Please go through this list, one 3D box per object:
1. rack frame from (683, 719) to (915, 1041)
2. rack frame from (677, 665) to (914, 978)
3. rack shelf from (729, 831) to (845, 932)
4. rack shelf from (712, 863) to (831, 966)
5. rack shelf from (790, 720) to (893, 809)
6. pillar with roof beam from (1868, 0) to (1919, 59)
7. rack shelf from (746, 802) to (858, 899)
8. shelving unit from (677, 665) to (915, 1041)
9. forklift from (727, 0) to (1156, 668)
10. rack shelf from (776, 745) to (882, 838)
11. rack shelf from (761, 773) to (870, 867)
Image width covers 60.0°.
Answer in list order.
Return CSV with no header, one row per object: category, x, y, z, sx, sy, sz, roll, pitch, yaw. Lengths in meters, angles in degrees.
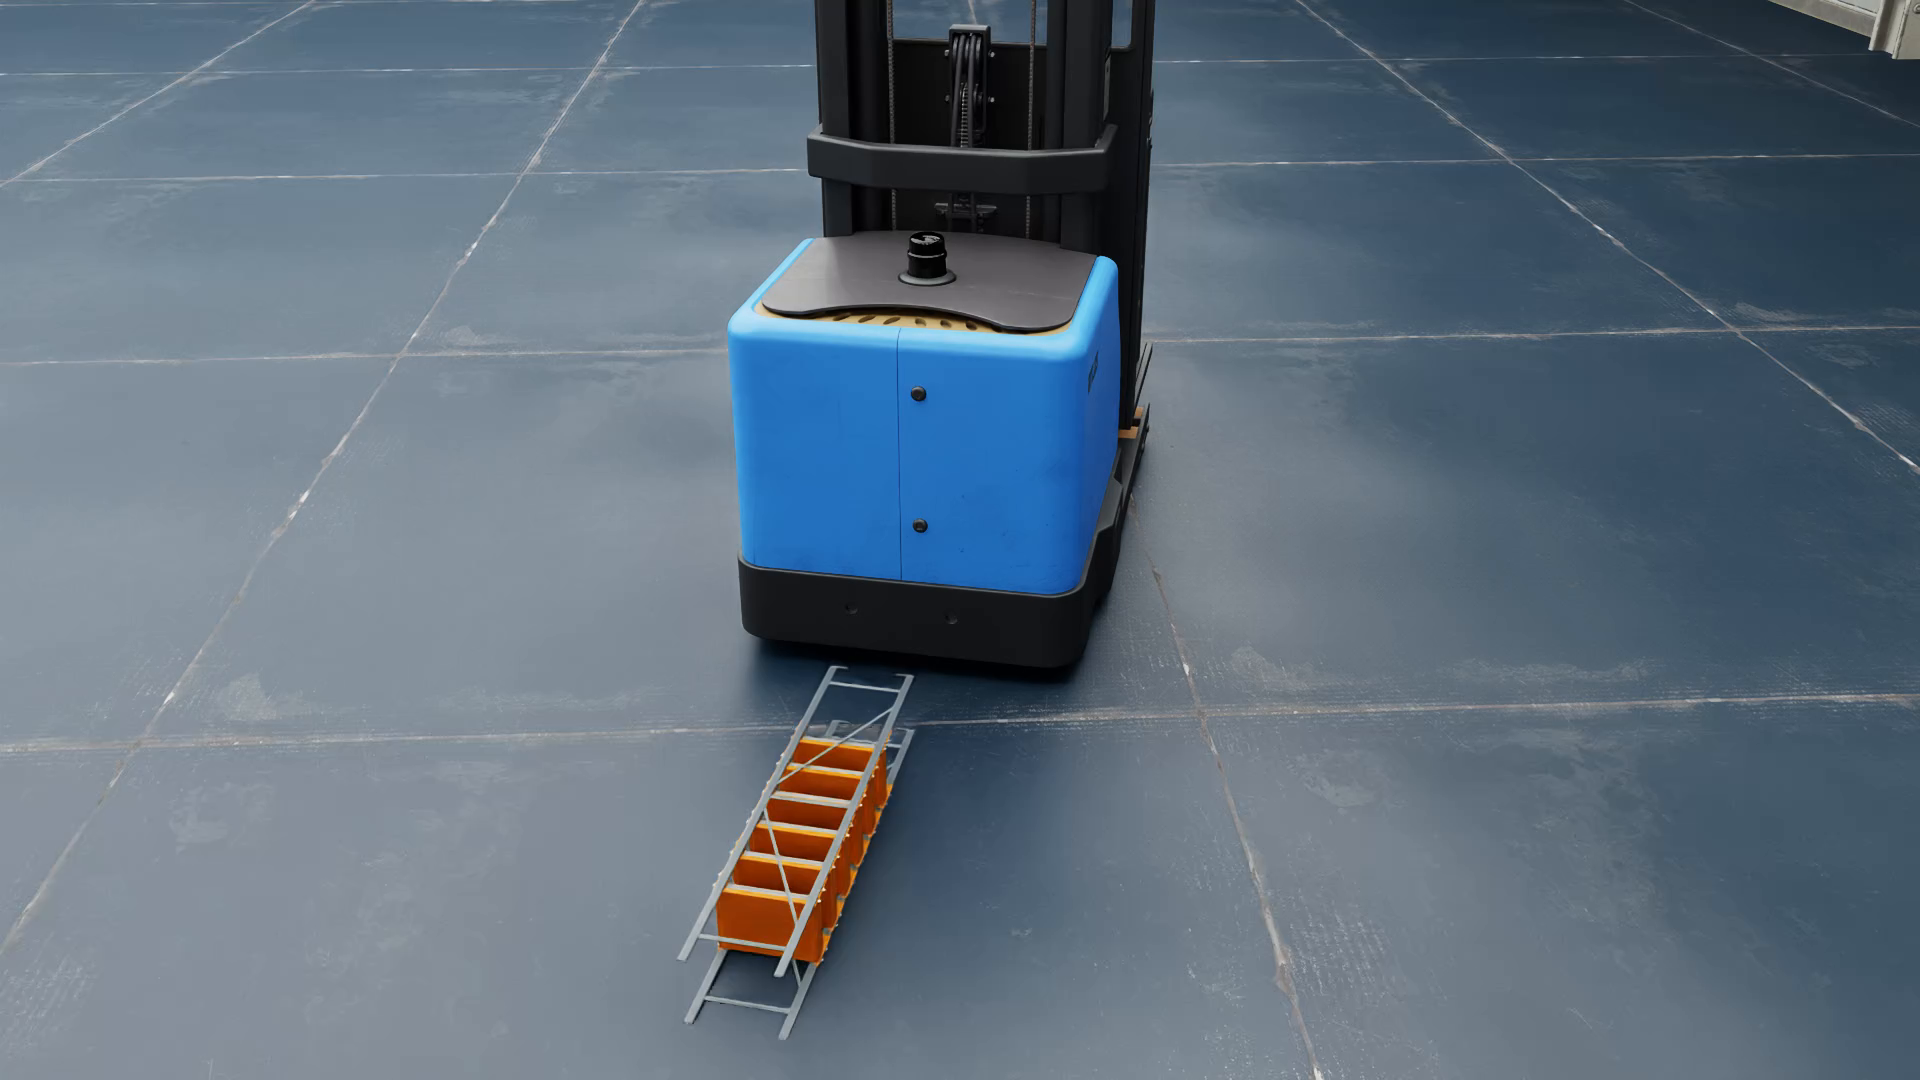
rack frame,-0.370,0.803,4.180,0.240,0.006,1.200,6,29,11
rack frame,-0.369,0.642,4.093,0.240,0.006,1.200,6,29,11
rack shelf,-0.411,0.814,3.969,0.258,0.180,0.103,6,29,11
rack shelf,-0.436,0.870,3.866,0.258,0.180,0.103,6,29,11
rack shelf,-0.310,0.590,4.381,0.258,0.180,0.103,6,29,11
pillar with roof beam,3.102,-7.712,10.805,9.100,9.000,0.400,-1,28,-3
rack shelf,-0.386,0.758,4.072,0.258,0.180,0.103,6,29,11
shelving unit,-0.370,0.723,4.137,0.258,0.189,1.200,6,29,11
forklift,0.123,-1.586,5.620,1.130,2.935,3.031,5,28,10
rack shelf,-0.335,0.646,4.278,0.258,0.180,0.103,6,29,11
rack shelf,-0.360,0.702,4.175,0.258,0.180,0.103,6,29,11
